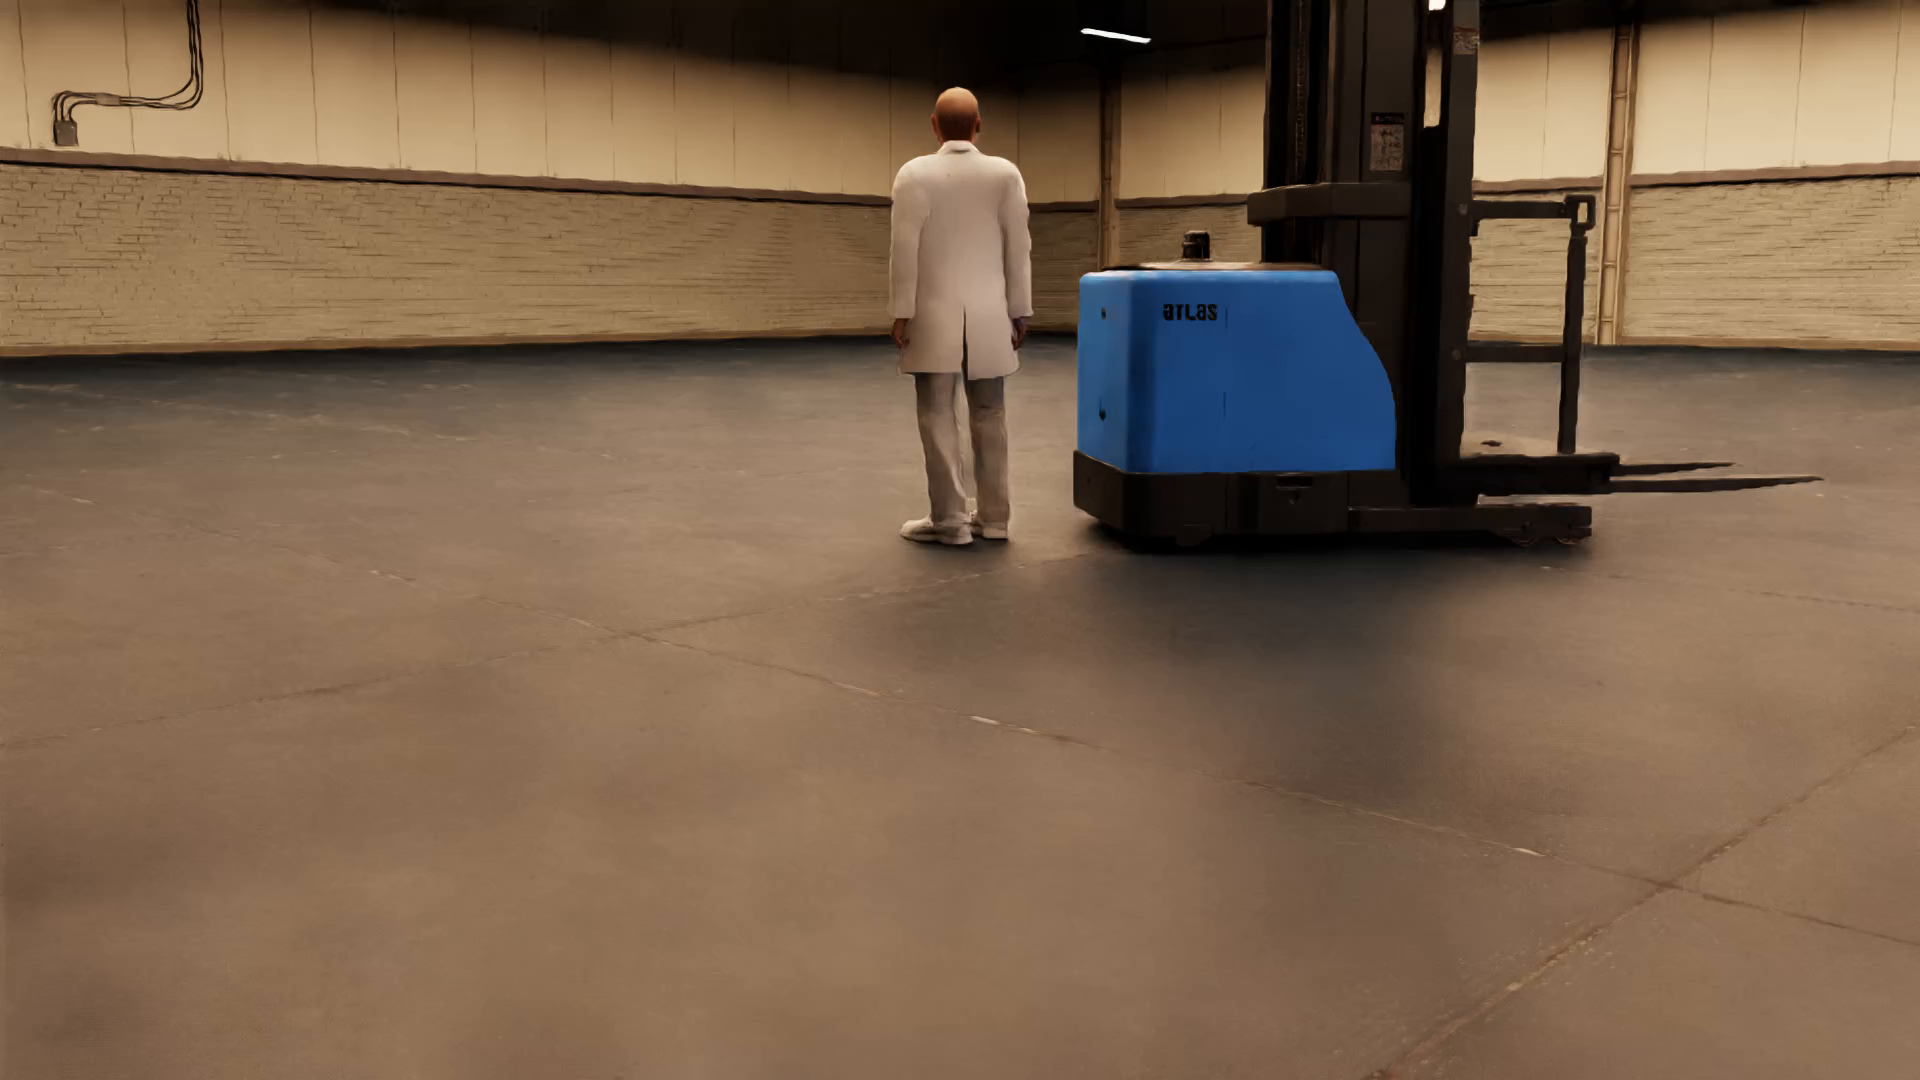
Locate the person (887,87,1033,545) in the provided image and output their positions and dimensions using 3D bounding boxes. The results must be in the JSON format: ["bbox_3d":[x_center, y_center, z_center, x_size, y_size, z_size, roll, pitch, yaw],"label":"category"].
[{"bbox_3d":[-0.010,-0.886,6.645,0.585,1.778,0.486,-1,9,-9],"label":"person"}]

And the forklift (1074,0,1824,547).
[{"bbox_3d":[2.057,-1.501,6.844,3.031,2.935,1.130,-1,9,-9],"label":"forklift"}]
